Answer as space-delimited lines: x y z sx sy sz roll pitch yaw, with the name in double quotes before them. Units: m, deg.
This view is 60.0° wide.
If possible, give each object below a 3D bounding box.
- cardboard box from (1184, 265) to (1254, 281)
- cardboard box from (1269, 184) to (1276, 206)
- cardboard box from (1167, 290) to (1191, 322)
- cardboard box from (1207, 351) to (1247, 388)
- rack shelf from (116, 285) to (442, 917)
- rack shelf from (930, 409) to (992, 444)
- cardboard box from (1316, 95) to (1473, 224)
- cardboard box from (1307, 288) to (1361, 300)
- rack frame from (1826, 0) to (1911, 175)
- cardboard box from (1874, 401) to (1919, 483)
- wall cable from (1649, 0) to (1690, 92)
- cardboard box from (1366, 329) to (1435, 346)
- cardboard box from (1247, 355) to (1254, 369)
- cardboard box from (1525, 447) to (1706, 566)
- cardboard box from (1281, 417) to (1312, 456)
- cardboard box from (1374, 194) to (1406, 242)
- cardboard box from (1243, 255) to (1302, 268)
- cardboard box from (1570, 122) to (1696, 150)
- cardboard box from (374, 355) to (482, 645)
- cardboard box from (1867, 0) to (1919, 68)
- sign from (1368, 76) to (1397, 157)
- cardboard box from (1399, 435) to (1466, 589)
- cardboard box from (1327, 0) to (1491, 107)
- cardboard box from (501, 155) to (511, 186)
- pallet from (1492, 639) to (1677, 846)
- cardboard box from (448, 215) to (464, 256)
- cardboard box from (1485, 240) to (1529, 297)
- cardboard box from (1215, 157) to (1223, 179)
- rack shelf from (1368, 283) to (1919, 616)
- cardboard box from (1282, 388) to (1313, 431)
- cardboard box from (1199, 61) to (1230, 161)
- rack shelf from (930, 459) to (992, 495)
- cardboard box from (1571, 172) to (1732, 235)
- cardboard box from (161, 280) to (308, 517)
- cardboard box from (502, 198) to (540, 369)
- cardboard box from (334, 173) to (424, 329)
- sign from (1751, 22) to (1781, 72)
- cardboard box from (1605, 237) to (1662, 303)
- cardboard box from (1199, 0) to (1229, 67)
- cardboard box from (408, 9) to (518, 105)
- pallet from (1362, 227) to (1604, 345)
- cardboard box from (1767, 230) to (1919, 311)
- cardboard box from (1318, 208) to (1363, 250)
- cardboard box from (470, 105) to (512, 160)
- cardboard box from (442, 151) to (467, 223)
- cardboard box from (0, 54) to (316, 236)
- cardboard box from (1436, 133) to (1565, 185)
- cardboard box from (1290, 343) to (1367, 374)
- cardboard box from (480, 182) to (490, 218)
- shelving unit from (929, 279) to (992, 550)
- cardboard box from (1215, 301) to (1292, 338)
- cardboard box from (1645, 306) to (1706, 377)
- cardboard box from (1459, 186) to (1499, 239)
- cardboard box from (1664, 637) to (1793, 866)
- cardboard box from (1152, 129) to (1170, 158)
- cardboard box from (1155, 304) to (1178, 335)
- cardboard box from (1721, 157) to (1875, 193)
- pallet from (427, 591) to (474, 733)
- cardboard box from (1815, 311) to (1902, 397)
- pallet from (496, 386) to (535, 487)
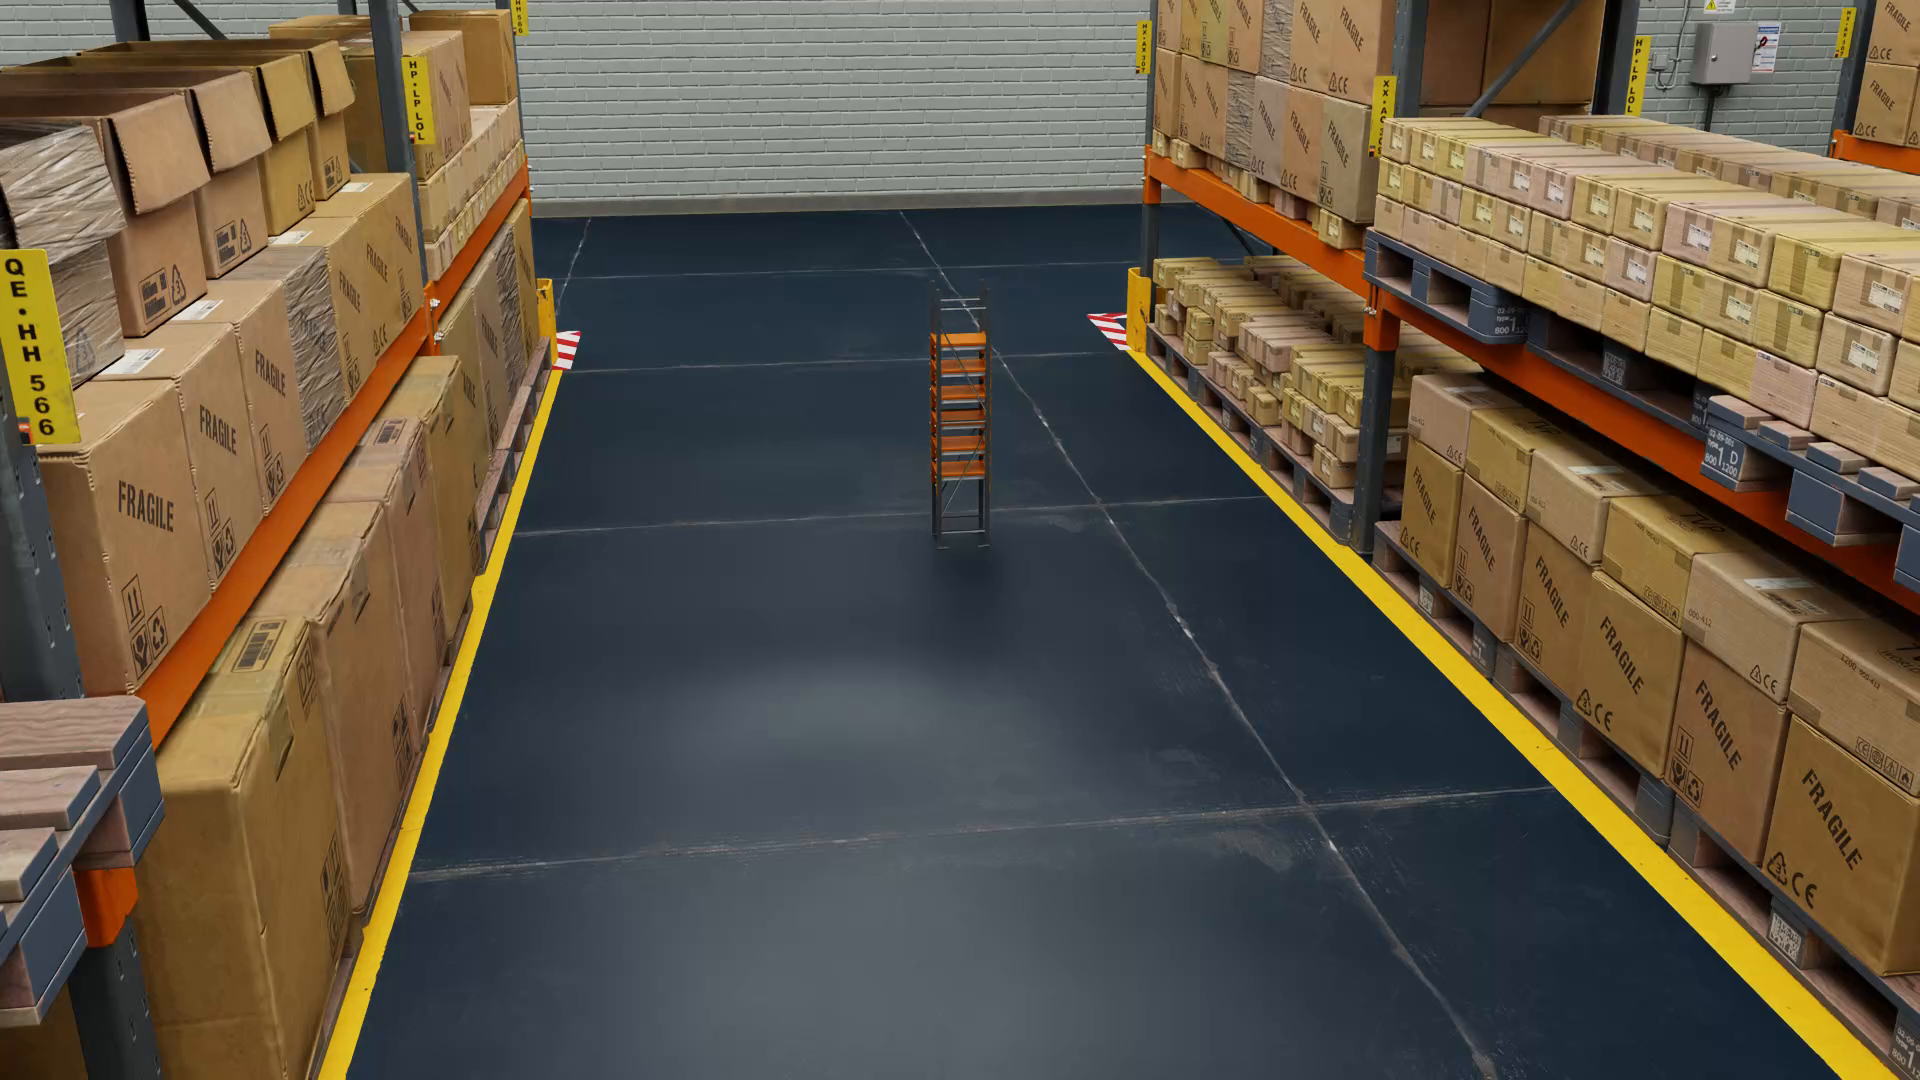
"cardboard box" 1.610 -1.614 10.375 0.380 0.149 0.250 -3 21 -7
"cardboard box" 1.826 -1.800 8.607 0.380 0.149 0.250 -3 21 -9
"cardboard box" 1.517 -1.471 10.416 0.380 0.149 0.250 -3 21 -8
"cardboard box" 1.641 -0.986 9.542 0.380 0.149 0.250 -4 21 -10
"rack shelf" -2.346 -0.133 4.813 1.077 0.370 4.000 -3 21 -8
"rack shelf" 0.002 -0.515 7.508 0.258 0.103 0.180 -3 21 -8
"cardboard box" 1.939 -1.717 7.458 0.500 0.500 0.500 -3 21 -8
"cardboard box" 2.250 -1.376 9.736 0.380 0.149 0.250 -2 21 -6
"rack frame" 6.596 -3.047 11.587 1.000 3.000 0.127 -3 21 -8
"cardboard box" 2.339 -0.219 3.775 0.380 0.149 0.250 -3 21 -7
"wall cable" 7.161 -5.550 16.836 0.588 1.984 0.122 -3 21 -8
"cardboard box" 2.361 -1.012 8.762 0.380 0.149 0.250 -2 21 -7
"cardboard box" 1.811 -1.023 9.218 0.380 0.149 0.250 -2 21 -5
"cardboard box" 2.282 -0.124 5.662 0.500 0.250 0.500 -2 21 -6
"cardboard box" 1.838 -0.540 8.348 0.380 0.149 0.250 -4 21 -10
"cardboard box" 1.890 -1.297 6.660 0.380 0.149 0.250 -4 21 -10
"cardboard box" 2.039 -1.732 10.690 0.380 0.149 0.250 -3 21 -7
"cardboard box" 2.579 -1.513 6.388 0.380 0.149 0.250 -4 21 -9
"cardboard box" -2.522 -0.143 6.248 1.225 0.875 0.875 -3 21 -8
"cardboard box" 6.383 -3.382 10.911 0.500 0.500 0.500 -3 21 -9
"sign" 1.752 -1.753 6.885 0.100 0.325 0.005 -3 21 -8
"cardboard box" 2.132 -0.134 6.760 0.500 0.500 0.500 -2 21 -6
"cardboard box" 1.953 -2.181 7.272 0.500 0.500 0.500 -4 21 -10
"cardboard box" -2.724 -2.059 9.301 0.380 0.149 0.250 -3 21 -7
"pallet" 2.581 0.622 5.750 1.003 0.211 1.213 -3 21 -8
"cardboard box" -2.424 -1.346 7.392 0.380 0.149 0.250 -2 21 -6
"cardboard box" 2.040 -0.939 5.703 0.380 0.149 0.250 -4 21 -10
"cardboard box" 1.685 -2.156 9.561 0.380 0.149 0.250 -3 21 -8
"rack shelf" 2.577 -0.348 5.389 1.077 0.370 4.000 -3 21 -8
"cardboard box" 1.821 -0.656 8.234 0.380 0.149 0.250 -4 21 -10
"cardboard box" 1.664 -2.425 9.353 0.500 0.500 0.500 -3 21 -7
"rack shelf" 0.002 -0.291 7.592 0.258 0.103 0.180 -3 21 -8
"cardboard box" 2.120 -1.035 5.108 0.380 0.149 0.250 -2 21 -6
"cardboard box" -2.013 -0.362 4.255 0.500 0.500 0.500 -3 21 -9
"cardboard box" -3.040 -1.531 9.965 0.875 0.875 0.875 -3 21 -8
"cardboard box" -2.297 -1.061 6.127 0.500 0.500 0.500 -3 21 -8
"sign" 8.318 -5.106 17.235 0.329 0.494 0.001 -3 21 -8
"cardboard box" 2.155 -0.805 4.919 0.380 0.149 0.250 -2 21 -6
"cardboard box" 1.646 -2.892 9.176 0.500 0.500 0.500 -3 21 -9
"cardboard box" -2.881 -2.812 9.676 0.500 0.500 0.500 -3 21 -7
"pallet" 2.255 -1.016 6.422 1.003 0.211 1.213 -3 21 -8
"cardboard box" 2.269 -0.675 4.144 0.380 0.149 0.250 -2 21 -6
"cardboard box" 1.871 -1.430 7.618 0.380 0.149 0.250 -3 21 -9
"cardboard box" -2.806 -2.286 9.339 0.500 0.250 0.500 -3 21 -9
"cardboard box" -2.510 -1.580 7.448 0.500 0.250 0.500 -3 21 -8
"cardboard box" -2.447 -1.220 5.119 0.797 0.503 0.637 -3 21 -7
"cardboard box" 1.971 -1.390 6.060 0.380 0.149 0.250 -3 21 -7
"cardboard box" 1.900 -0.893 8.445 0.380 0.149 0.250 -2 21 -6
"cardboard box" -2.574 -1.703 8.349 0.380 0.149 0.250 -4 21 -9
"shelving unit" 0.002 -0.557 7.493 0.258 1.200 0.189 -3 21 -8
"cardboard box" 1.660 -1.249 9.397 0.380 0.149 0.250 -3 21 -7
"cardboard box" 2.195 -0.574 4.724 0.380 0.149 0.250 -4 21 -10
"cardboard box" 2.005 -1.167 5.888 0.380 0.149 0.250 -4 21 -10
"cardboard box" 2.440 0.587 4.829 0.500 0.500 0.500 -2 21 -6
"cardboard box" 1.434 -2.516 10.524 0.380 0.149 0.250 -3 21 -8
"cardboard box" 1.470 -1.426 10.721 0.380 0.149 0.250 -2 21 -7
"cardboard box" 2.726 -1.155 5.429 0.380 0.149 0.250 -4 21 -10
"pallet" -2.449 0.407 6.324 1.003 0.211 1.213 -3 21 -8
"cardboard box" 2.303 -0.451 3.971 0.380 0.149 0.250 -2 21 -6
"pallet" -2.846 -0.546 8.878 1.003 0.211 1.213 -3 21 -8
